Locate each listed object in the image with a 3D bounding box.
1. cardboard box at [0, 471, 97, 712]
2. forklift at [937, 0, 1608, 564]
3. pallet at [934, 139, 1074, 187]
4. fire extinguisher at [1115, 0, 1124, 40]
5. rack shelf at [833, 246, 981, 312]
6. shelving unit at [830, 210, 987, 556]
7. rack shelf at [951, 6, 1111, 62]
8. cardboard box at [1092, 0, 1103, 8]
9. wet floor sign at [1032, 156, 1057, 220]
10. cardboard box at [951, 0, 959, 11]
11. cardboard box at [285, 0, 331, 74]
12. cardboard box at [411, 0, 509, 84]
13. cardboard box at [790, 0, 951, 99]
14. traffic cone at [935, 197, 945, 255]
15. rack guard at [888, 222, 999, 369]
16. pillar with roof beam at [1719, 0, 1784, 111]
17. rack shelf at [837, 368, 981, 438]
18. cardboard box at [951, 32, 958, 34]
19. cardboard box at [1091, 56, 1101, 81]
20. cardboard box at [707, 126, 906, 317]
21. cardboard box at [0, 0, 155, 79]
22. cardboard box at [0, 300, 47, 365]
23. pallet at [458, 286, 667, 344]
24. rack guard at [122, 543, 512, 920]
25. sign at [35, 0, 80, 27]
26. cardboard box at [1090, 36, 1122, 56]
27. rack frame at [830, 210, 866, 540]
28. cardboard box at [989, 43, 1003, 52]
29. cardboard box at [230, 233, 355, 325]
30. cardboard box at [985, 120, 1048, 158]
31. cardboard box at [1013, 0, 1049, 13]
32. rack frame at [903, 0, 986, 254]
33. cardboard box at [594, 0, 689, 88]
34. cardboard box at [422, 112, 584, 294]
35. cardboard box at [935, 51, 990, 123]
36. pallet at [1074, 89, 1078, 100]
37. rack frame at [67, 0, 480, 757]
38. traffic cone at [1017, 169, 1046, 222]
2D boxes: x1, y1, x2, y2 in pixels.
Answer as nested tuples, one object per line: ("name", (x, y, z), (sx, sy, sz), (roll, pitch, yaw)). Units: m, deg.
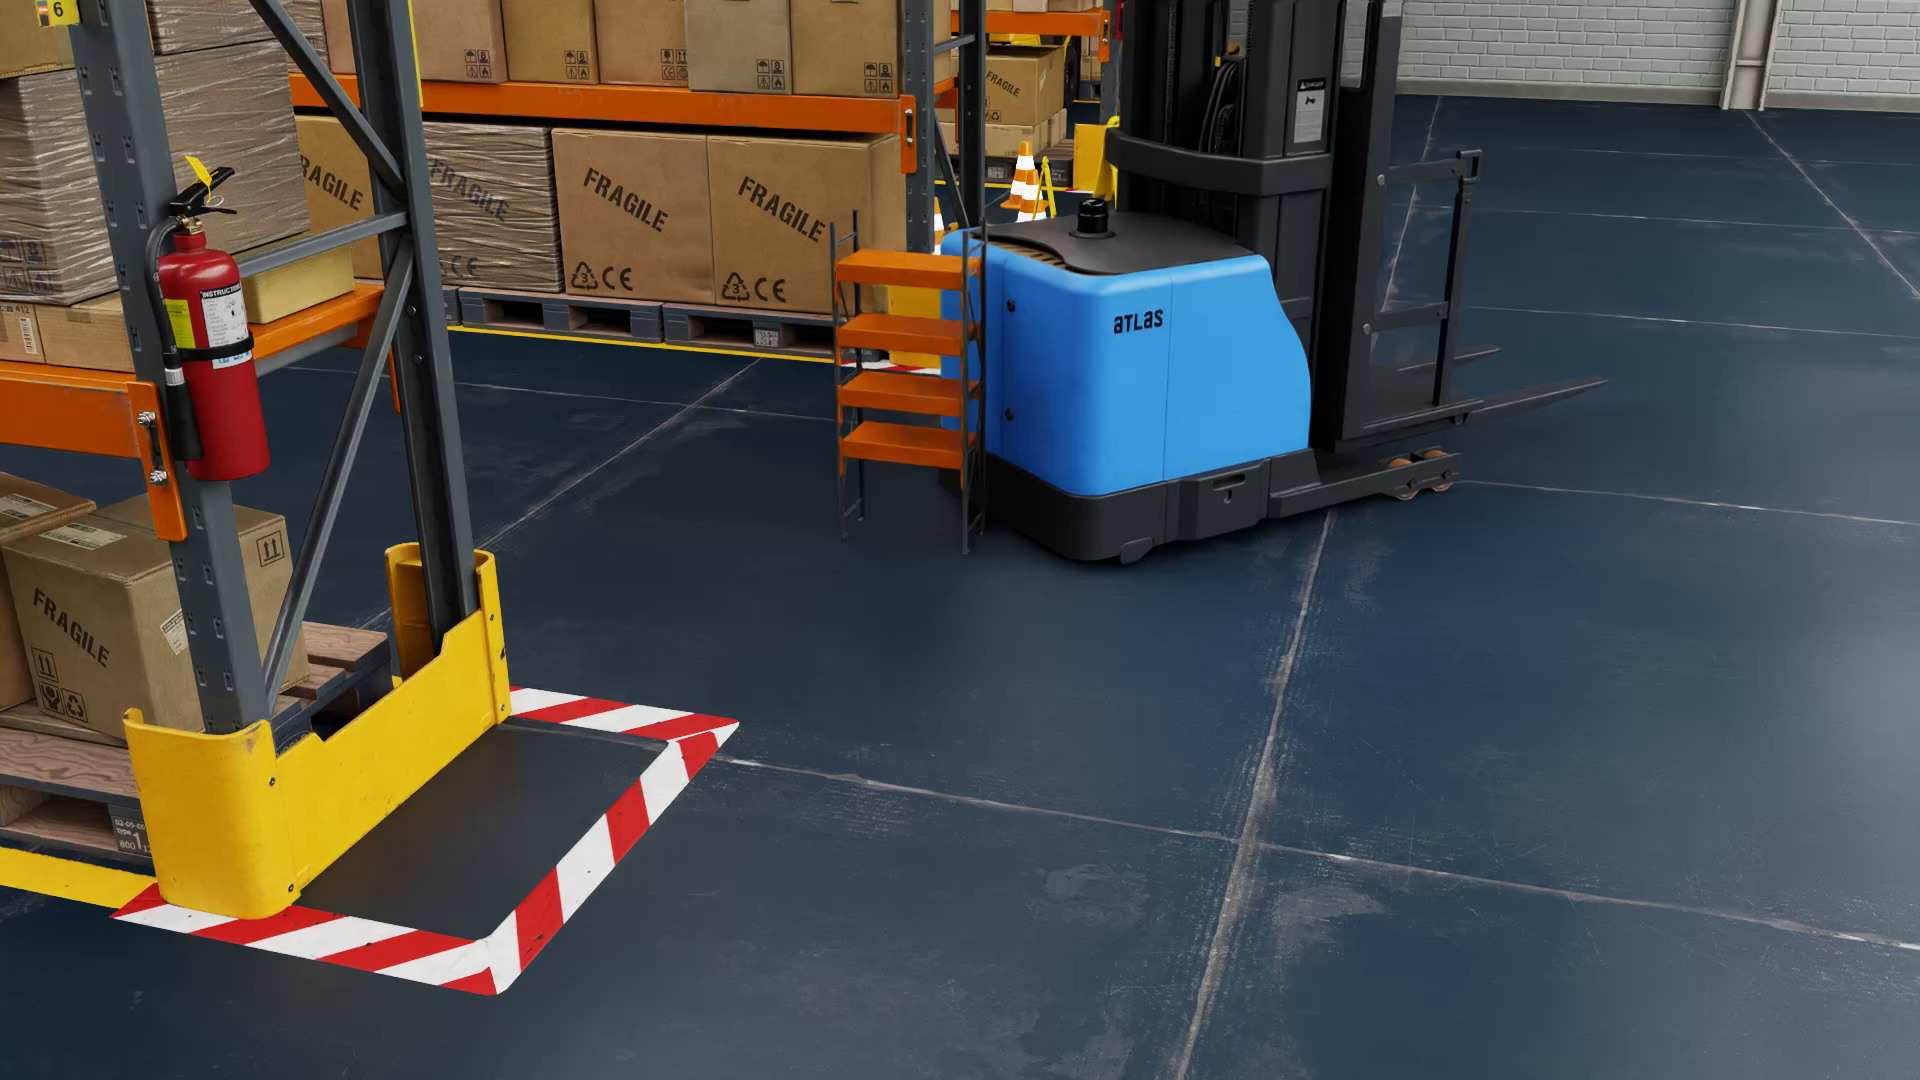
("cardboard box", (-2.770, 0.150, 4.691), (0.500, 0.500, 0.500), (13, 26, 29))
("forklift", (1.434, -1.670, 6.480), (3.031, 2.935, 1.130), (-13, 26, -29))
("pallet", (0.427, -3.105, 13.561), (1.213, 0.211, 1.003), (7, 23, 16))
("fire extinguisher", (1.244, -4.069, 12.339), (0.183, 0.674, 0.296), (7, 23, 16))
("rack shelf", (-0.180, -0.933, 5.929), (0.480, 0.148, 0.258), (7, 23, 17))
("shelving unit", (-0.180, -0.570, 6.078), (0.503, 1.200, 0.258), (7, 23, 17))
("rack shelf", (-0.647, -4.171, 13.434), (4.000, 0.370, 1.077), (7, 23, 16))
("cardboard box", (1.002, -4.281, 13.085), (0.250, 0.149, 0.380), (7, 23, 16))
("wet floor sign", (0.534, -2.102, 10.544), (0.232, 0.644, 0.267), (3, 22, 6))
("cardboard box", (0.079, -4.172, 12.820), (0.250, 0.149, 0.380), (7, 23, 16))
("cardboard box", (-3.539, -2.947, 9.304), (0.550, 0.550, 0.875), (7, 23, 16))
("cardboard box", (-2.522, -2.793, 8.929), (0.550, 0.550, 0.875), (7, 23, 16))
("cardboard box", (-0.434, -2.569, 8.382), (0.550, 0.550, 0.875), (7, 23, 16))
("traffic cone", (-0.164, -1.876, 10.233), (0.334, 0.463, 0.336), (7, 23, 16))
("rack guard", (-0.043, -1.316, 8.820), (0.348, 0.500, 1.175), (7, 23, 16))
("pillar with roof beam", (6.792, -7.046, 11.590), (0.400, 9.000, 9.100), (7, 23, 16))
("rack shelf", (-0.180, -0.508, 6.104), (0.480, 0.148, 0.258), (7, 23, 17))
("cardboard box", (-0.186, -3.892, 13.032), (0.250, 0.149, 0.380), (7, 23, 16))
("cardboard box", (1.683, -5.005, 17.590), (0.500, 0.250, 0.500), (7, 23, 15))
("cardboard box", (-0.734, -1.737, 8.798), (0.875, 0.875, 0.875), (7, 23, 16))
("cardboard box", (-2.193, -1.301, 3.648), (0.500, 0.500, 0.500), (7, 23, 16))
("cardboard box", (-2.167, -0.552, 3.994), (0.250, 0.149, 0.380), (7, 23, 16))
("pallet", (-2.018, -1.379, 9.353), (1.213, 0.211, 1.003), (7, 23, 15))
("rack guard", (-1.668, 0.464, 4.480), (0.348, 0.500, 1.175), (7, 23, 16))
("sign", (-1.775, -1.167, 3.219), (0.005, 0.325, 0.100), (7, 23, 16))
("cardboard box", (1.664, -5.241, 17.505), (0.500, 0.250, 0.500), (6, 23, 15))
("rack frame", (-0.412, -0.598, 6.148), (0.015, 1.200, 0.240), (7, 23, 17))
("cardboard box", (0.050, -3.801, 13.665), (0.500, 0.500, 0.500), (6, 23, 14))
("cardboard box", (-1.799, -0.686, 4.320), (0.250, 0.149, 0.380), (7, 23, 16))
("cardboard box", (0.393, -3.200, 13.189), (0.500, 0.250, 0.500), (6, 23, 15))
("cardboard box", (0.573, -4.119, 12.691), (0.250, 0.149, 0.380), (6, 23, 15))
("rack frame", (-0.066, -2.475, 8.352), (0.127, 3.000, 1.000), (7, 23, 16))
("cardboard box", (-1.467, -2.728, 8.771), (0.550, 0.550, 0.875), (7, 23, 16))
("cardboard box", (-2.449, -1.933, 9.277), (0.875, 0.875, 0.875), (7, 23, 16))
("cardboard box", (-0.076, -3.603, 13.182), (0.500, 0.500, 0.500), (7, 23, 17))
("pallet", (0.789, -5.002, 18.185), (1.213, 0.211, 1.003), (7, 23, 15))
("rack frame", (-1.595, -0.684, 3.985), (0.127, 3.000, 1.000), (7, 23, 16))
("traffic cone", (0.488, -2.249, 11.143), (0.334, 0.463, 0.336), (7, 23, 16))
